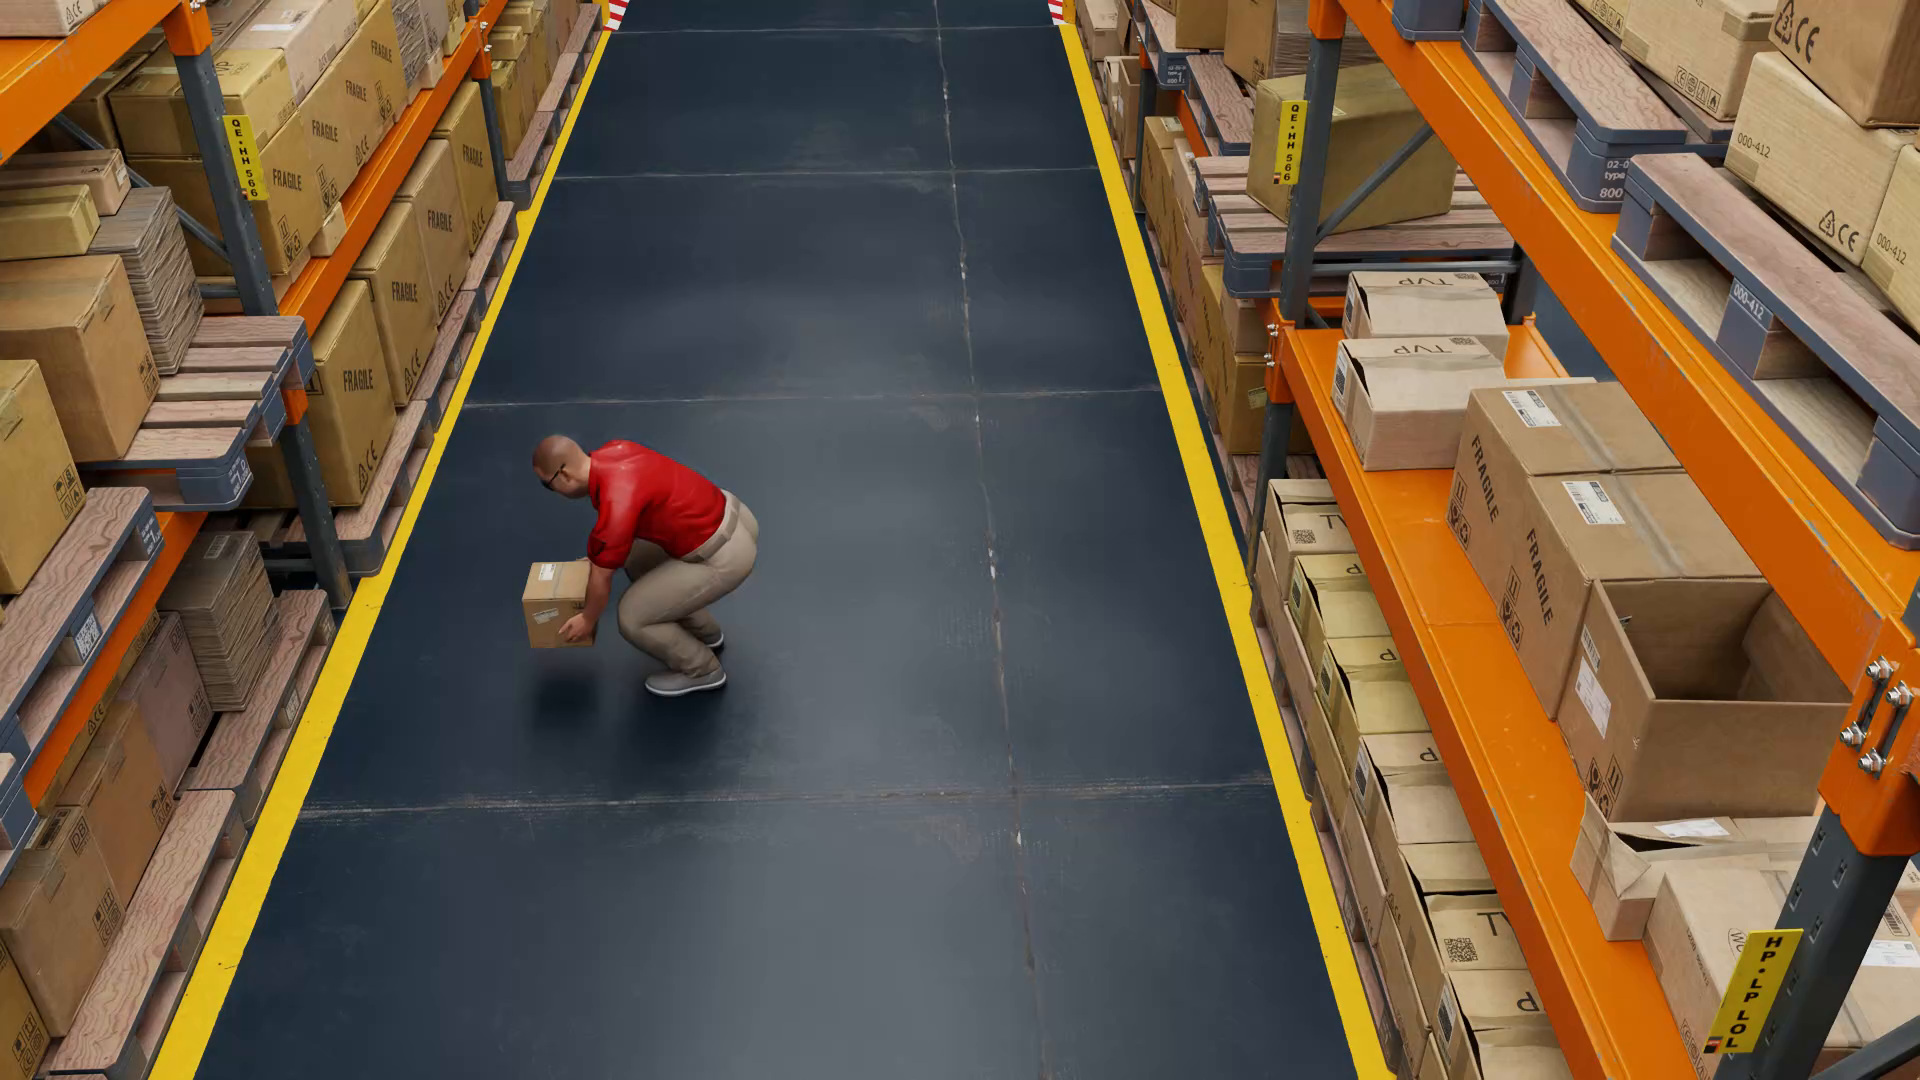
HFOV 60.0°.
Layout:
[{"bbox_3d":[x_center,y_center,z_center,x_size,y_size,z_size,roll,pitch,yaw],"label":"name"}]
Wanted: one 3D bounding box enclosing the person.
[{"bbox_3d":[-1.204,0.072,6.561,0.813,1.155,0.573,-2,35,-2],"label":"person"}]
